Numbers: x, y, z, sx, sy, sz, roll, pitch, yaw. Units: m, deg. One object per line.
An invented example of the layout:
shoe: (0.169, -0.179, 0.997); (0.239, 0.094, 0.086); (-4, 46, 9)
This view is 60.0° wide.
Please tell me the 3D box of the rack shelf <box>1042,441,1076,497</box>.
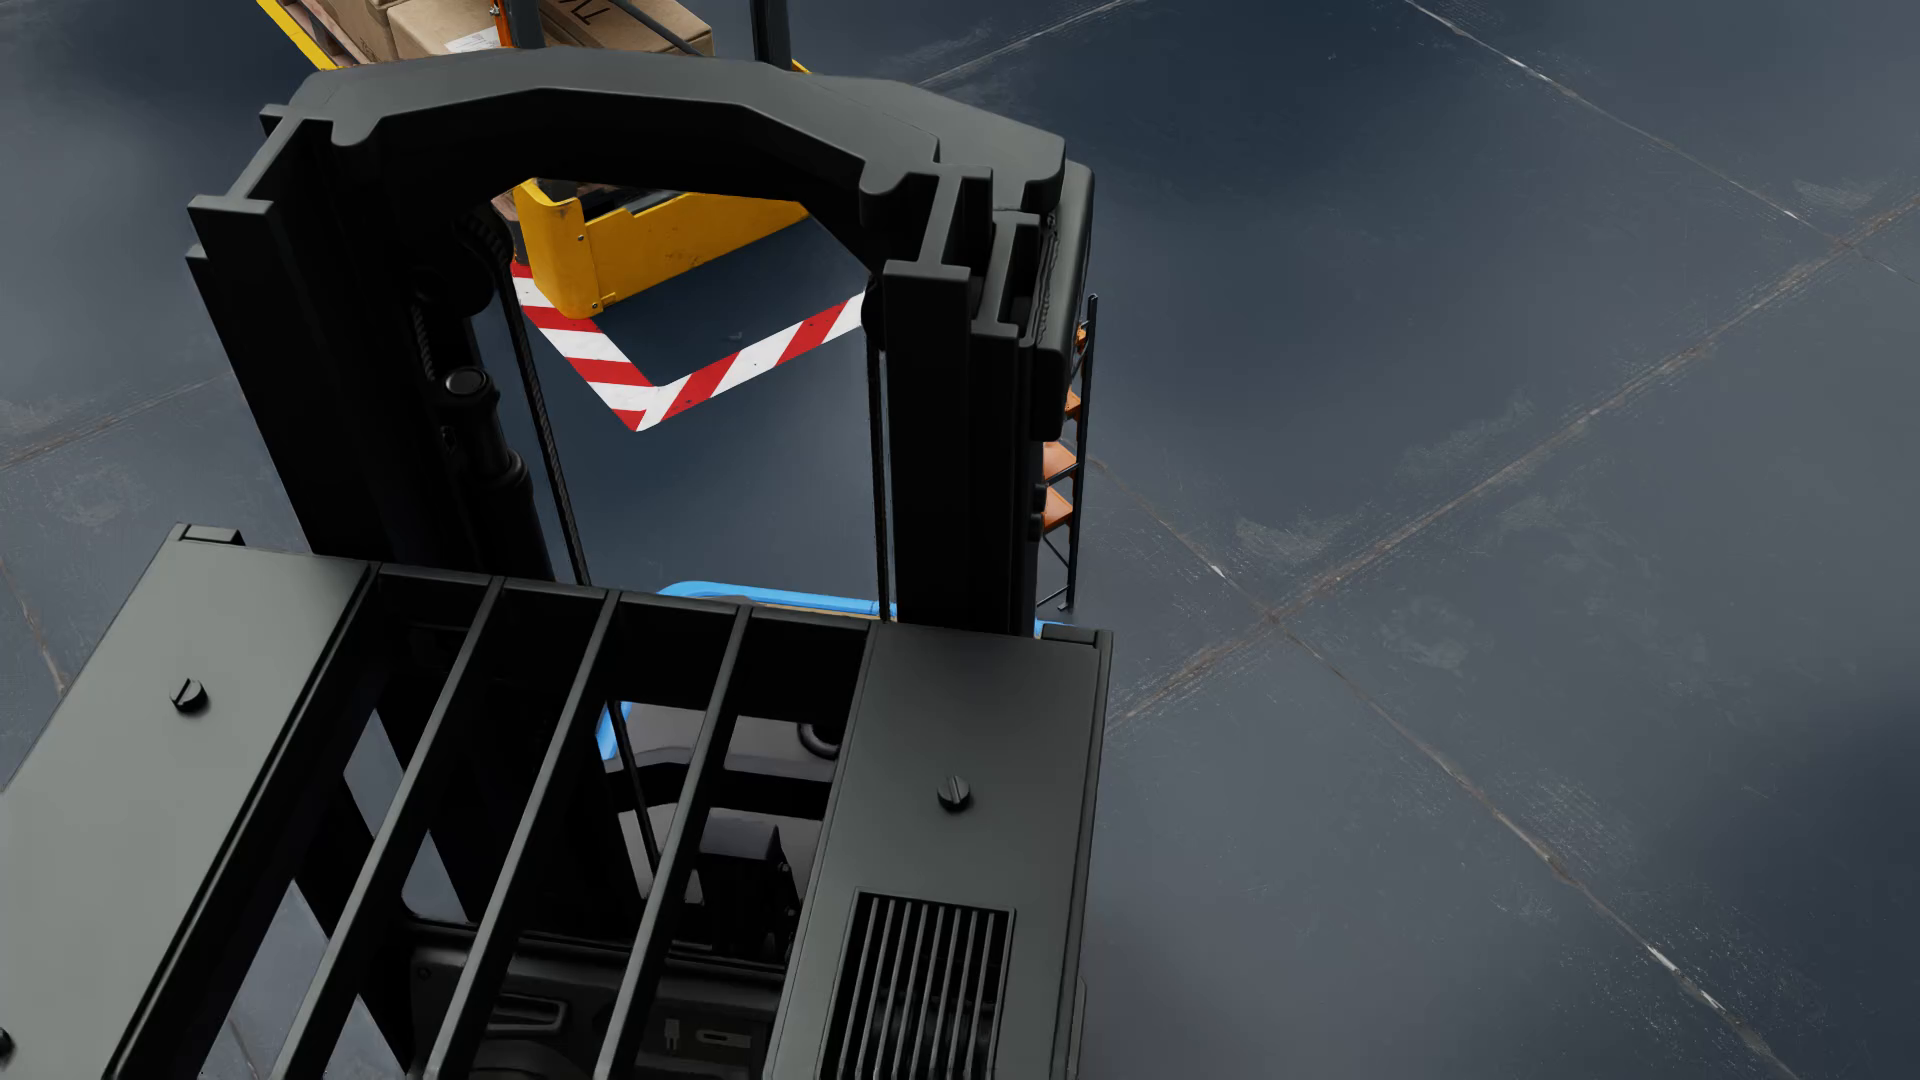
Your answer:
rack shelf: (0.100, -0.260, 4.767); (0.258, 0.148, 0.480); (-29, 54, -24)

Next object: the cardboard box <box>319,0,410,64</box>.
cardboard box: (-2.080, -2.315, 6.770); (0.875, 0.438, 0.875); (-28, 54, -23)

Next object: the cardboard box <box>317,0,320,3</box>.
cardboard box: (-2.625, -2.848, 7.253); (0.875, 0.438, 0.875); (-31, 55, -25)

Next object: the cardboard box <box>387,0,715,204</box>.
cardboard box: (-1.519, -1.779, 6.284); (0.875, 0.438, 0.875); (-31, 55, -25)

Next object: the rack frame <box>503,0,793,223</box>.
rack frame: (-1.040, -2.155, 5.179); (1.000, 3.000, 0.127); (-29, 54, -24)

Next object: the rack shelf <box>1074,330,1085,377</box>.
rack shelf: (0.100, -0.569, 4.426); (0.258, 0.148, 0.480); (-29, 54, -24)

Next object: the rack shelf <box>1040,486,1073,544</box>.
rack shelf: (0.100, -0.127, 4.914); (0.258, 0.148, 0.480); (-29, 54, -24)

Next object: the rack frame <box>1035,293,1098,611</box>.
rack frame: (0.248, -0.162, 4.587); (0.240, 1.200, 0.015); (-29, 54, -24)

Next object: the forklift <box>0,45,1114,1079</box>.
forklift: (-0.413, 0.953, 2.408); (1.130, 2.935, 3.031); (6, 48, 6)

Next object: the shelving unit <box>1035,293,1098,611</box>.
shelving unit: (0.100, -0.305, 4.717); (0.258, 1.200, 0.503); (-29, 54, -24)

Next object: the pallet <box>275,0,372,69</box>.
pallet: (-2.321, -2.373, 7.259); (1.003, 0.211, 1.213); (-29, 54, -24)

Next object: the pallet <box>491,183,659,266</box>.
pallet: (-1.586, -1.654, 6.607); (1.003, 0.211, 1.213); (-29, 54, -24)

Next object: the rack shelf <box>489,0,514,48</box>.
rack shelf: (-2.251, -3.092, 6.514); (1.077, 0.370, 4.000); (-29, 54, -24)

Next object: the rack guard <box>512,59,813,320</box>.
rack guard: (-1.025, -1.301, 6.092); (1.175, 0.500, 0.348); (-29, 54, -24)

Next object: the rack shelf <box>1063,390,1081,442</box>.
rack shelf: (0.100, -0.410, 4.601); (0.258, 0.148, 0.480); (-29, 54, -24)
